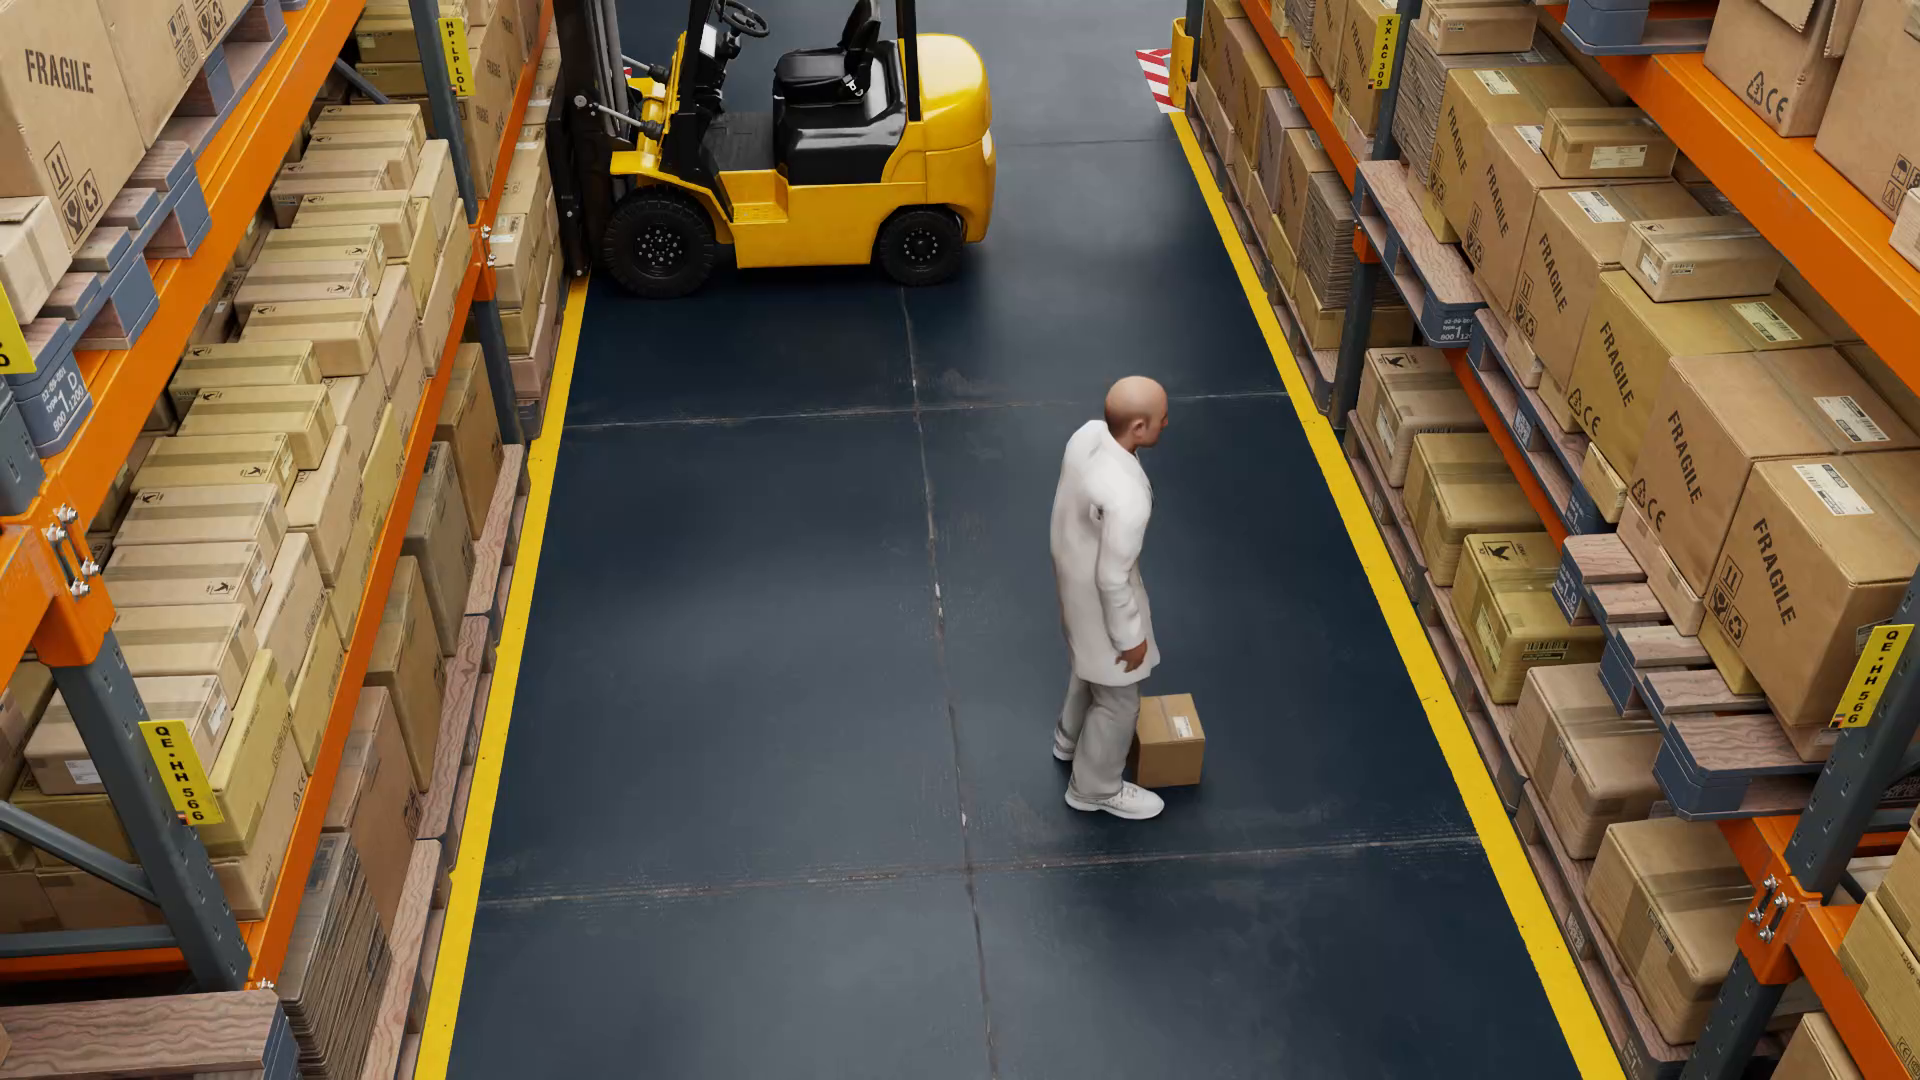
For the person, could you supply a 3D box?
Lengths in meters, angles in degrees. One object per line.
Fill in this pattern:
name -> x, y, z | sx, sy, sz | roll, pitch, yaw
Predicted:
person -> 0.533, 0.193, 5.926 | 0.429, 1.772, 0.644 | -5, 39, -6
